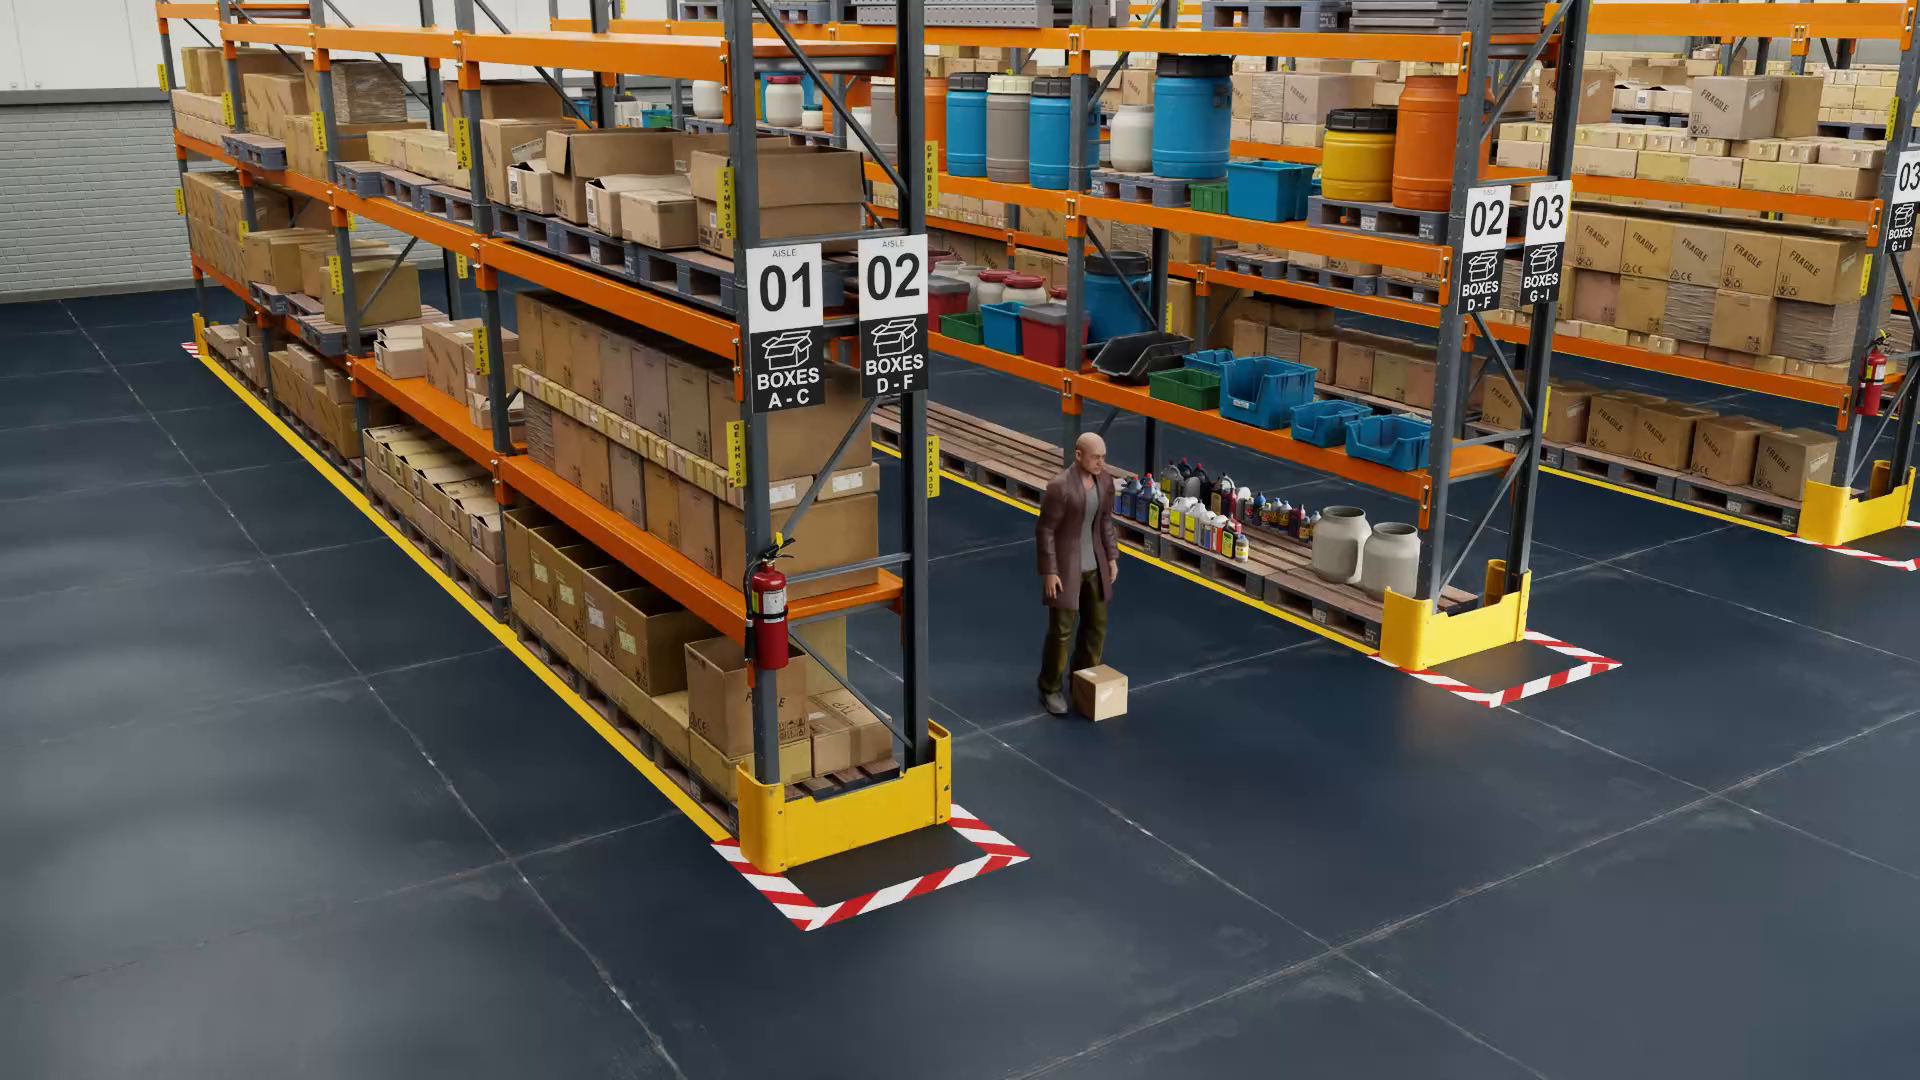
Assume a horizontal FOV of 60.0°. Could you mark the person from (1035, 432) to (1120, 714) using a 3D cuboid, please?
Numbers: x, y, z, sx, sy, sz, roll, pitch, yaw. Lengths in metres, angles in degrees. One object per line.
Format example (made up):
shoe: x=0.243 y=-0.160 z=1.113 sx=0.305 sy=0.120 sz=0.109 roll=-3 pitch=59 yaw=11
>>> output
person: x=0.756 y=0.178 z=10.526 sx=0.651 sy=1.773 sz=0.428 roll=-13 pitch=22 yaw=-35
